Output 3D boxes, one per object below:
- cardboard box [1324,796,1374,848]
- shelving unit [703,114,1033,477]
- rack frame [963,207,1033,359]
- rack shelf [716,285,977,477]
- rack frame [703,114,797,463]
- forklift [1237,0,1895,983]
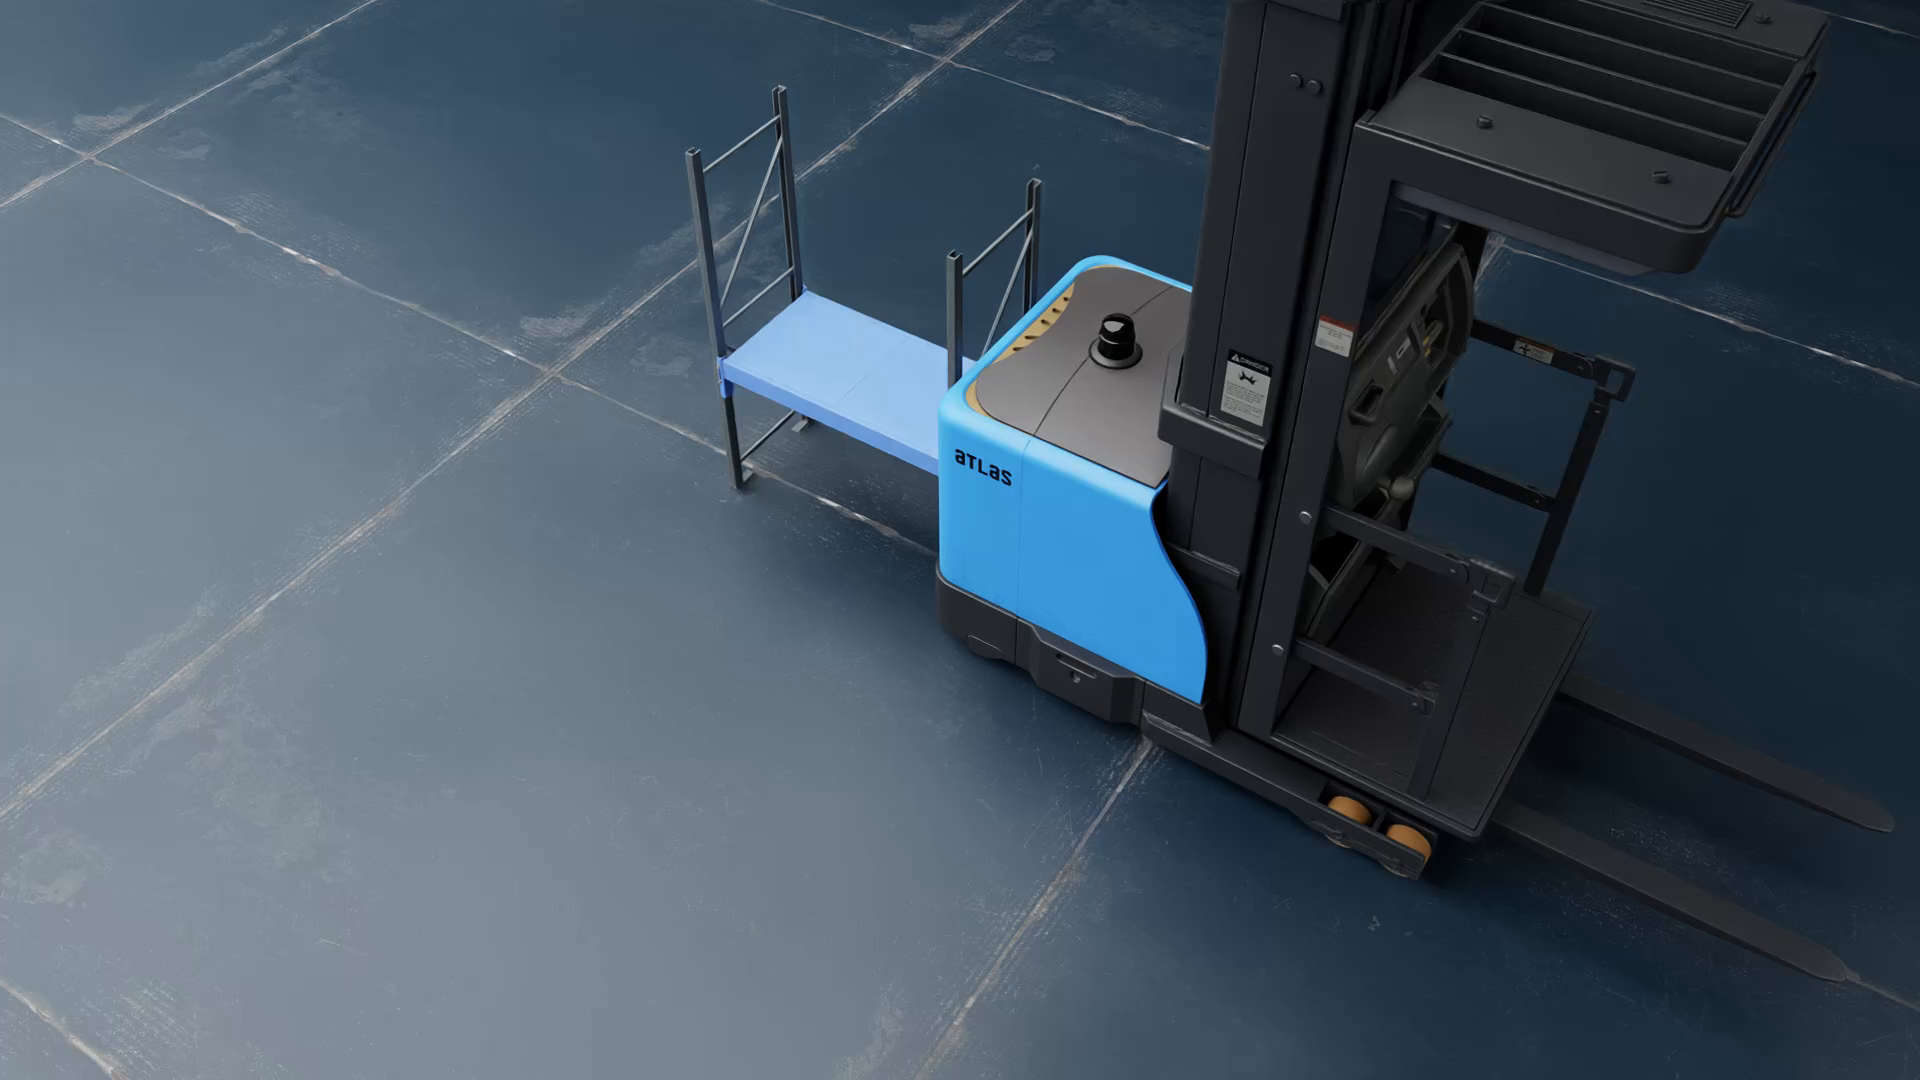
[{"bbox_3d":[1.224,0.894,5.273,0.160,0.156,0.130,24,50,21],"label":"cardboard box"},{"bbox_3d":[-0.315,-0.671,5.856,1.030,1.308,0.538,25,51,23],"label":"shelving unit"},{"bbox_3d":[0.108,-0.469,5.660,0.013,1.308,0.475,25,51,23],"label":"rack frame"},{"bbox_3d":[-0.315,-0.545,5.985,1.000,0.185,0.538,25,51,23],"label":"rack shelf"},{"bbox_3d":[-0.740,-0.871,6.050,0.013,1.308,0.475,25,51,23],"label":"rack frame"},{"bbox_3d":[1.424,-0.404,4.599,3.031,2.935,1.121,25,51,23],"label":"forklift"}]
